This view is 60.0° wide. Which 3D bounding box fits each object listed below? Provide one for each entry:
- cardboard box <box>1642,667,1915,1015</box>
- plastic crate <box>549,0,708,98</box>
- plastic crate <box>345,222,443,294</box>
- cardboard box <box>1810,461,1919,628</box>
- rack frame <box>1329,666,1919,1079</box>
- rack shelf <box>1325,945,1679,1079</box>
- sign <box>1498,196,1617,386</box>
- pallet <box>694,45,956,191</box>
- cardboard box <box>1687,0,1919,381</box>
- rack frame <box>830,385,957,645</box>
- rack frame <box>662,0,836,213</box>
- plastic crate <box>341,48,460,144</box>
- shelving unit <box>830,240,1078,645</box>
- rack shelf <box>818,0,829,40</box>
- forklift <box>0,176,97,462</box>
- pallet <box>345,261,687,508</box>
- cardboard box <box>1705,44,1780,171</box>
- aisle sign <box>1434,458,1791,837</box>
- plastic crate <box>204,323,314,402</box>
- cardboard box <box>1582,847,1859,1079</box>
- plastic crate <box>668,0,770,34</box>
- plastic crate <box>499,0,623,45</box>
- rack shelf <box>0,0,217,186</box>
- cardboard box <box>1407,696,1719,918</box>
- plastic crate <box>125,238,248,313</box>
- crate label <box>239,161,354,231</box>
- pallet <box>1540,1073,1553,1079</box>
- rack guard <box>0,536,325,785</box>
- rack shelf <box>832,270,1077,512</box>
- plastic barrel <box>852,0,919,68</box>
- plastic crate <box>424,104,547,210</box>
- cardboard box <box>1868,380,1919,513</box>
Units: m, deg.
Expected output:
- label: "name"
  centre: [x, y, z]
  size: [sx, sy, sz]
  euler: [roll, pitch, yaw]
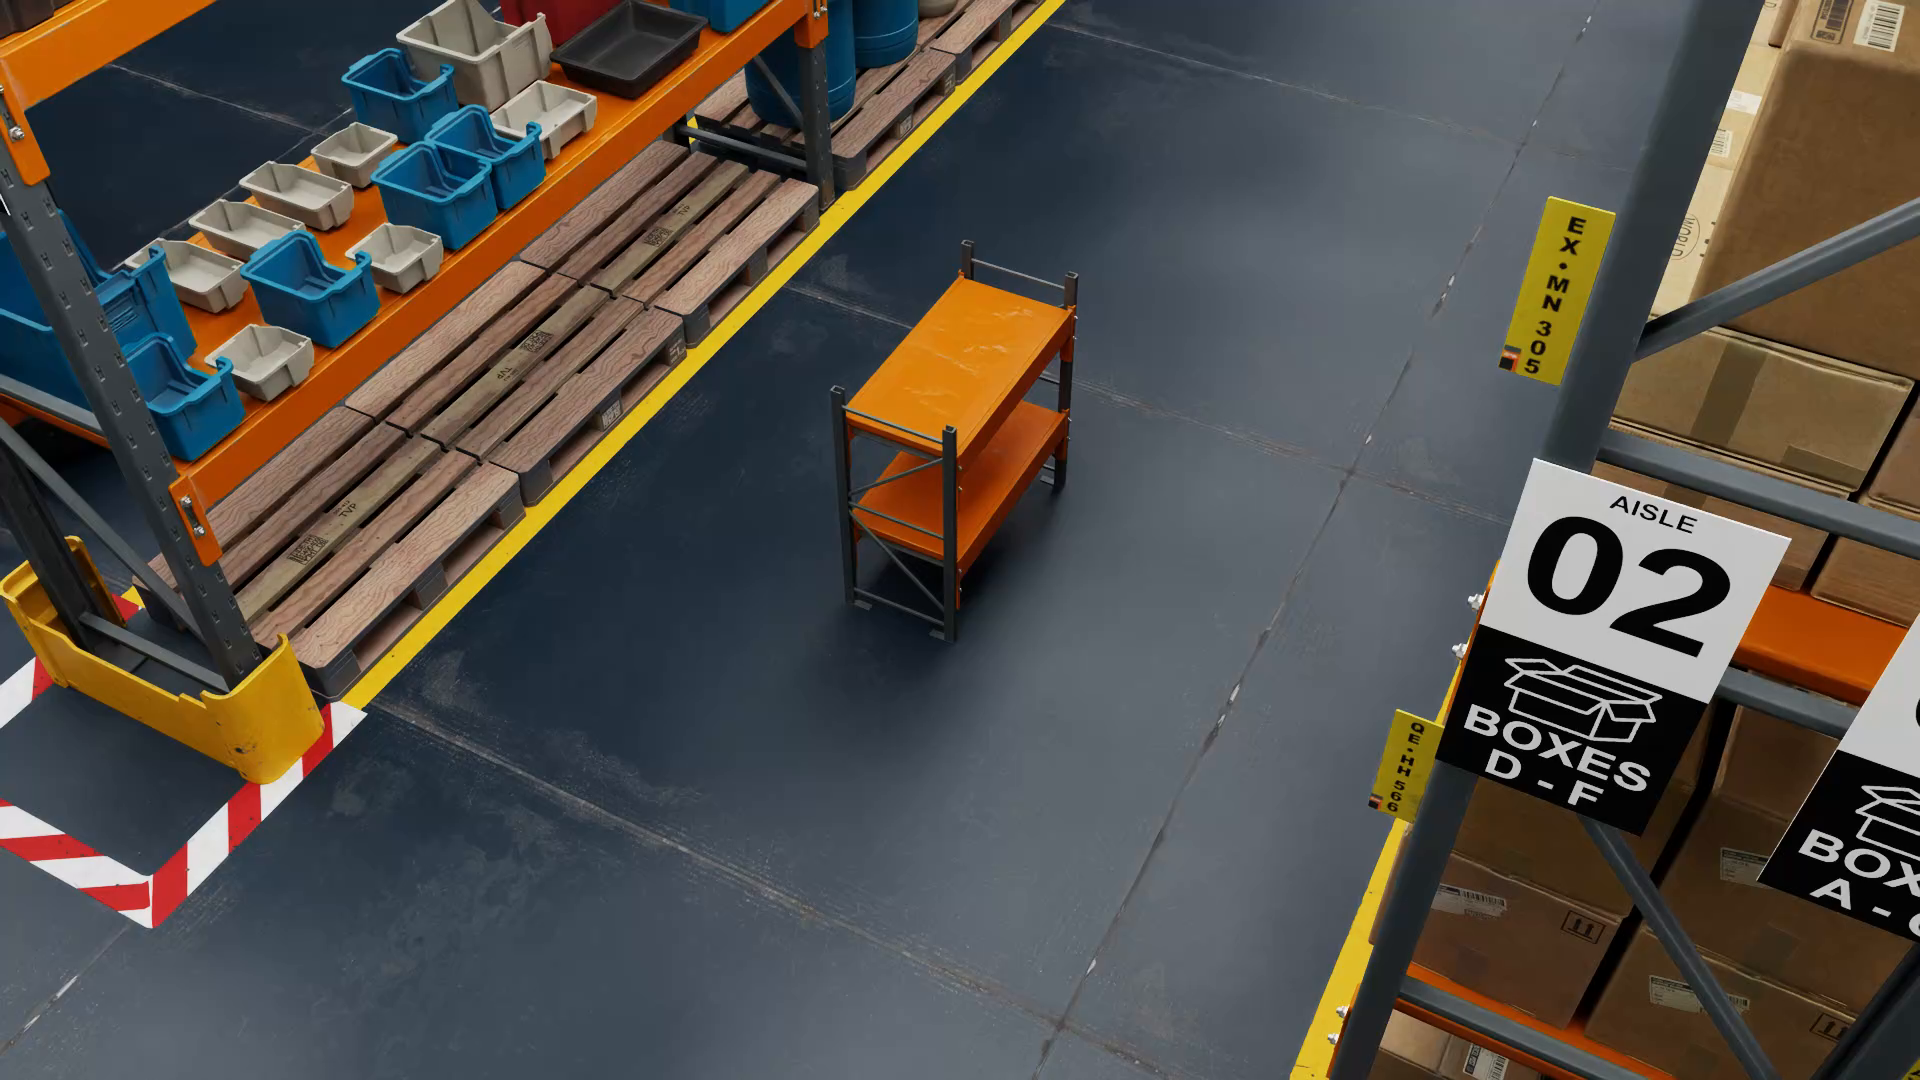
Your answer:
- label: "cardboard box"
  centre: [1.838, 0.604, 3.551]
  size: [0.500, 0.500, 0.500]
  euler: [22, 49, 20]
- label: "plastic crate"
  centre: [-1.412, -2.105, 7.153]
  size: [0.437, 0.125, 0.590]
  euler: [20, 49, 19]
- label: "plastic crate"
  centre: [-2.044, -1.032, 6.084]
  size: [0.250, 0.136, 0.298]
  euler: [20, 49, 19]
- label: "cardboard box"
  centre: [1.862, -0.058, 2.975]
  size: [0.500, 0.250, 0.500]
  euler: [20, 49, 19]
- label: "rack frame"
  centre: [1.398, 1.183, 3.751]
  size: [1.000, 3.000, 0.127]
  euler: [20, 49, 19]
- label: "rack shelf"
  centre: [2.327, 0.176, 5.253]
  size: [1.077, 0.370, 4.000]
  euler: [20, 49, 19]
- label: "sign"
  centre: [0.916, -0.378, 2.563]
  size: [0.100, 0.325, 0.005]
  euler: [20, 49, 19]
- label: "pallet"
  centre: [-0.735, -2.467, 9.319]
  size: [1.003, 0.211, 1.213]
  euler: [20, 49, 19]
- label: "cardboard box"
  centre: [1.622, -0.587, 2.619]
  size: [0.700, 0.500, 0.500]
  euler: [20, 49, 19]
- label: "rack frame"
  centre: [-0.239, -0.071, 6.309]
  size: [0.500, 1.125, 0.032]
  euler: [20, 49, 19]
- label: "rack frame"
  centre: [-1.130, -2.974, 7.861]
  size: [1.000, 3.000, 0.127]
  euler: [20, 49, 19]
- label: "plastic crate"
  centre: [-2.261, -1.795, 6.771]
  size: [0.416, 0.233, 0.300]
  euler: [20, 49, 19]
- label: "shelving unit"
  centre: [-0.003, -0.391, 6.626]
  size: [0.538, 1.125, 1.048]
  euler: [20, 49, 19]
- label: "rack shelf"
  centre: [-0.202, -3.981, 9.362]
  size: [1.077, 0.370, 4.000]
  euler: [20, 49, 19]
- label: "forklift"
  centre: [-4.863, -2.206, 7.149]
  size: [1.130, 2.935, 3.031]
  euler: [-24, 50, -22]
- label: "pallet"
  centre: [-2.003, -0.747, 7.619]
  size: [1.003, 0.211, 1.213]
  euler: [20, 49, 19]
- label: "cardboard box"
  centre: [1.643, -0.717, 3.275]
  size: [0.500, 0.250, 0.500]
  euler: [20, 49, 19]
- label: "aisle sign"
  centre: [1.095, 0.211, 2.884]
  size: [0.394, 0.787, 0.004]
  euler: [20, 49, 19]
- label: "plastic crate"
  centre: [-2.359, -0.604, 5.662]
  size: [0.250, 0.136, 0.298]
  euler: [20, 49, 19]
- label: "cardboard box"
  centre: [1.838, 0.956, 3.906]
  size: [0.500, 0.500, 0.500]
  euler: [21, 49, 20]
- label: "plastic crate"
  centre: [-1.045, -2.583, 7.443]
  size: [0.392, 0.384, 0.575]
  euler: [20, 49, 19]
- label: "plastic crate"
  centre: [-1.767, -2.538, 7.342]
  size: [0.402, 0.464, 0.583]
  euler: [20, 49, 19]
- label: "rack shelf"
  centre: [-2.059, -2.516, 5.804]
  size: [1.077, 0.370, 4.000]
  euler: [20, 49, 19]
- label: "cardboard box"
  centre: [1.361, 0.425, 3.727]
  size: [0.500, 0.500, 0.500]
  euler: [20, 49, 19]
- label: "plastic crate"
  centre: [-2.769, -0.956, 6.009]
  size: [0.396, 0.136, 0.243]
  euler: [20, 49, 19]
- label: "crate label"
  centre: [-2.514, -1.318, 6.367]
  size: [0.396, 0.136, 0.243]
  euler: [20, 49, 19]
- label: "pallet"
  centre: [1.803, 1.613, 5.287]
  size: [1.003, 0.211, 1.213]
  euler: [20, 49, 19]
- label: "rack guard"
  centre: [-2.987, 0.444, 6.240]
  size: [1.175, 0.500, 0.348]
  euler: [20, 49, 19]
- label: "rack shelf"
  centre: [-0.003, -0.597, 6.417]
  size: [0.538, 0.278, 1.000]
  euler: [20, 49, 19]
- label: "plastic barrel"
  centre: [-0.534, -3.168, 9.232]
  size: [0.600, 0.901, 0.708]
  euler: [20, 49, 19]
- label: "plastic crate"
  centre: [-1.830, -1.482, 6.461]
  size: [0.416, 0.233, 0.300]
  euler: [20, 49, 19]
- label: "cardboard box"
  centre: [1.867, -0.232, 2.795]
  size: [0.500, 0.250, 0.500]
  euler: [20, 49, 19]
